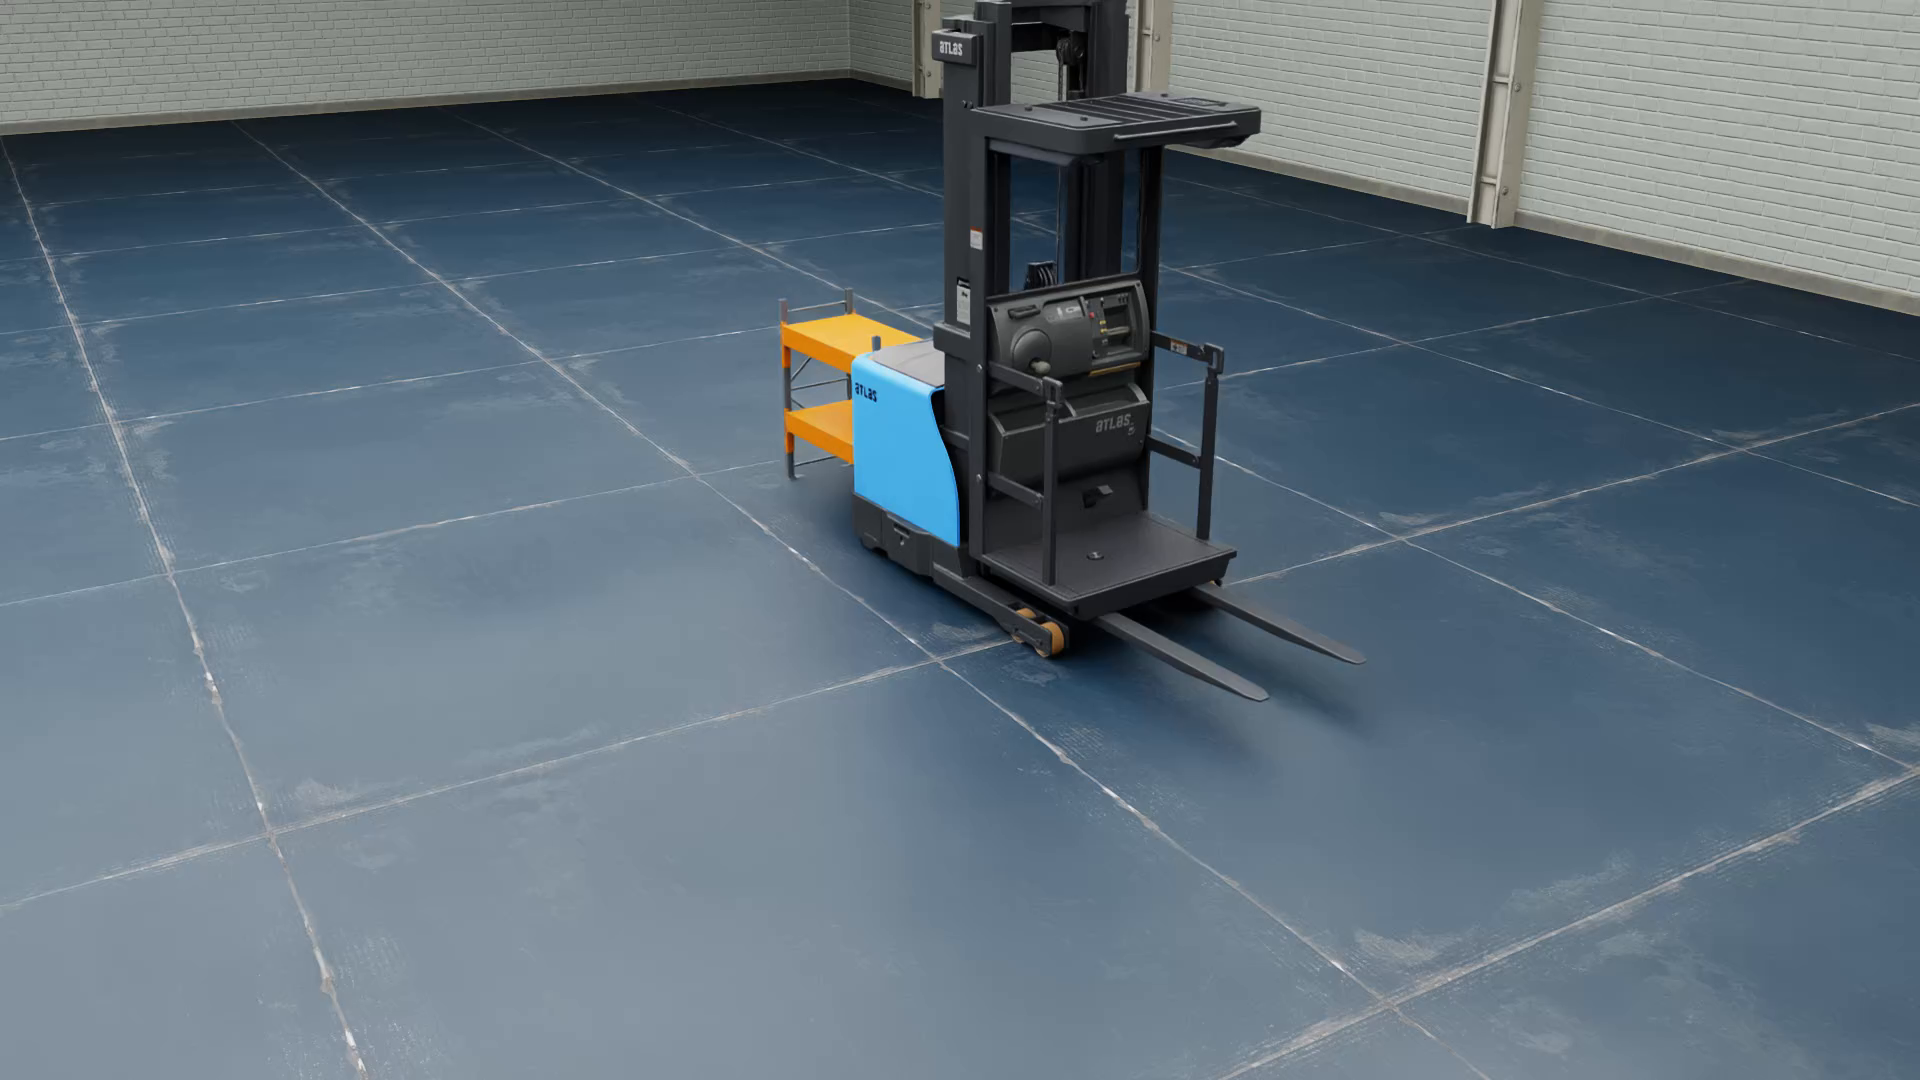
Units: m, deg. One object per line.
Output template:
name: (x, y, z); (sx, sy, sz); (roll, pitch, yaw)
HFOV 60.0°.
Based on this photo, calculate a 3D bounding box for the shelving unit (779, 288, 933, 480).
shelving unit: (-0.564, -0.795, 9.773); (0.538, 1.125, 1.048); (-15, 27, -32)

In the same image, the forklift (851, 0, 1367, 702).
forklift: (0.665, -1.006, 7.894); (1.130, 2.935, 3.031); (-15, 27, -32)

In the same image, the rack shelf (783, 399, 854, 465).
rack shelf: (-0.564, -0.568, 9.865); (0.538, 0.278, 1.000); (-15, 27, -32)

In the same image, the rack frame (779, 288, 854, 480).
rack frame: (-0.859, -0.951, 10.156); (0.500, 1.125, 0.032); (-15, 27, -32)

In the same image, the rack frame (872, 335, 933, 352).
rack frame: (-0.270, -0.639, 9.389); (0.500, 1.125, 0.032); (-15, 27, -32)

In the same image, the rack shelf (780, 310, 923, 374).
rack shelf: (-0.564, -1.066, 9.662); (0.538, 0.278, 1.000); (-15, 27, -32)

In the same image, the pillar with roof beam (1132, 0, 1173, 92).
pillar with roof beam: (-1.180, -8.612, 18.548); (9.100, 9.000, 0.400); (-13, 25, -28)

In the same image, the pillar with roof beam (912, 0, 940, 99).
pillar with roof beam: (-4.245, -10.554, 23.326); (9.100, 9.000, 0.400); (-13, 25, -28)

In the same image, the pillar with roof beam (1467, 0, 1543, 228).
pillar with roof beam: (1.884, -6.669, 13.769); (9.100, 9.000, 0.400); (-13, 25, -28)
